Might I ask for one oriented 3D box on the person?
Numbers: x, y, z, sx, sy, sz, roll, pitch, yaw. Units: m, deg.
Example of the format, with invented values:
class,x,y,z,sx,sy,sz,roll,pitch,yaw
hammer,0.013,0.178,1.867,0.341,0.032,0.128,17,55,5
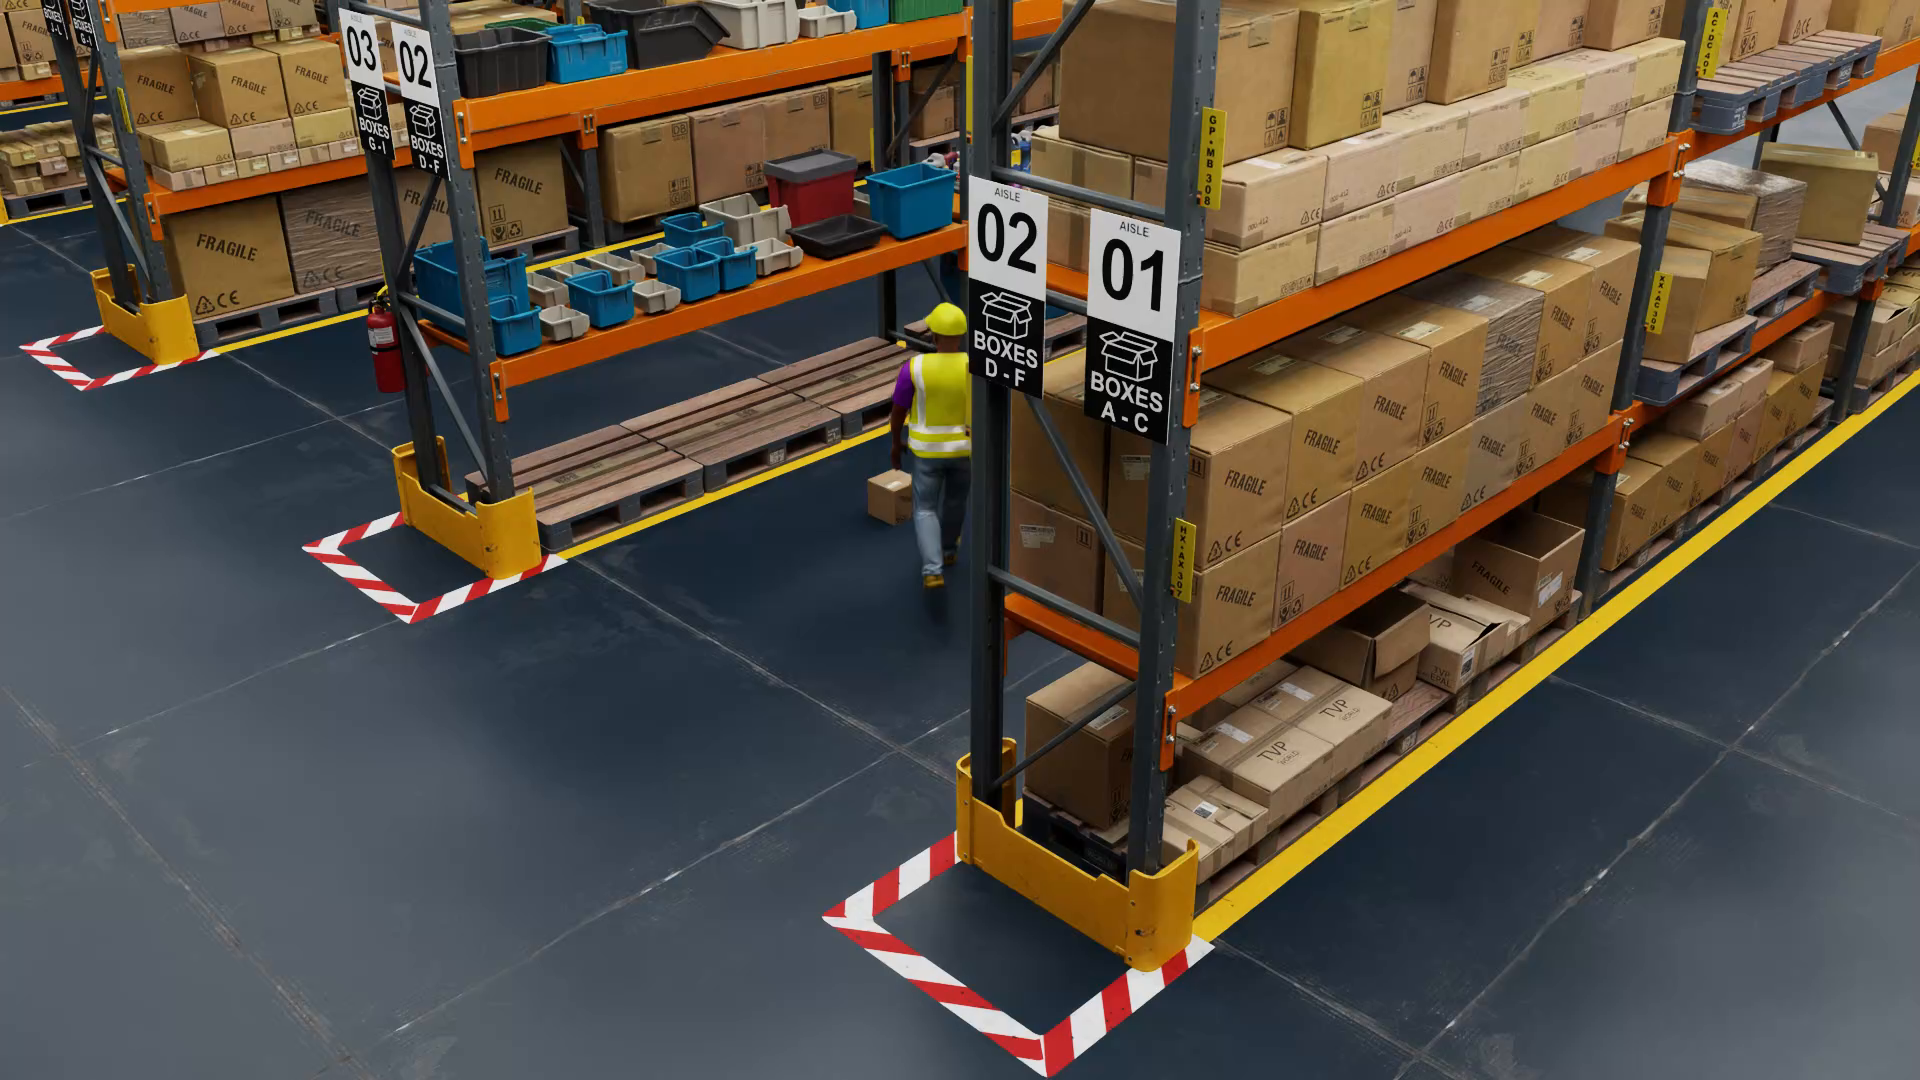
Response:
class,x,y,z,sx,sy,sz,roll,pitch,yaw
person,-0.095,-0.532,9.626,0.602,1.741,0.947,-2,28,-4
